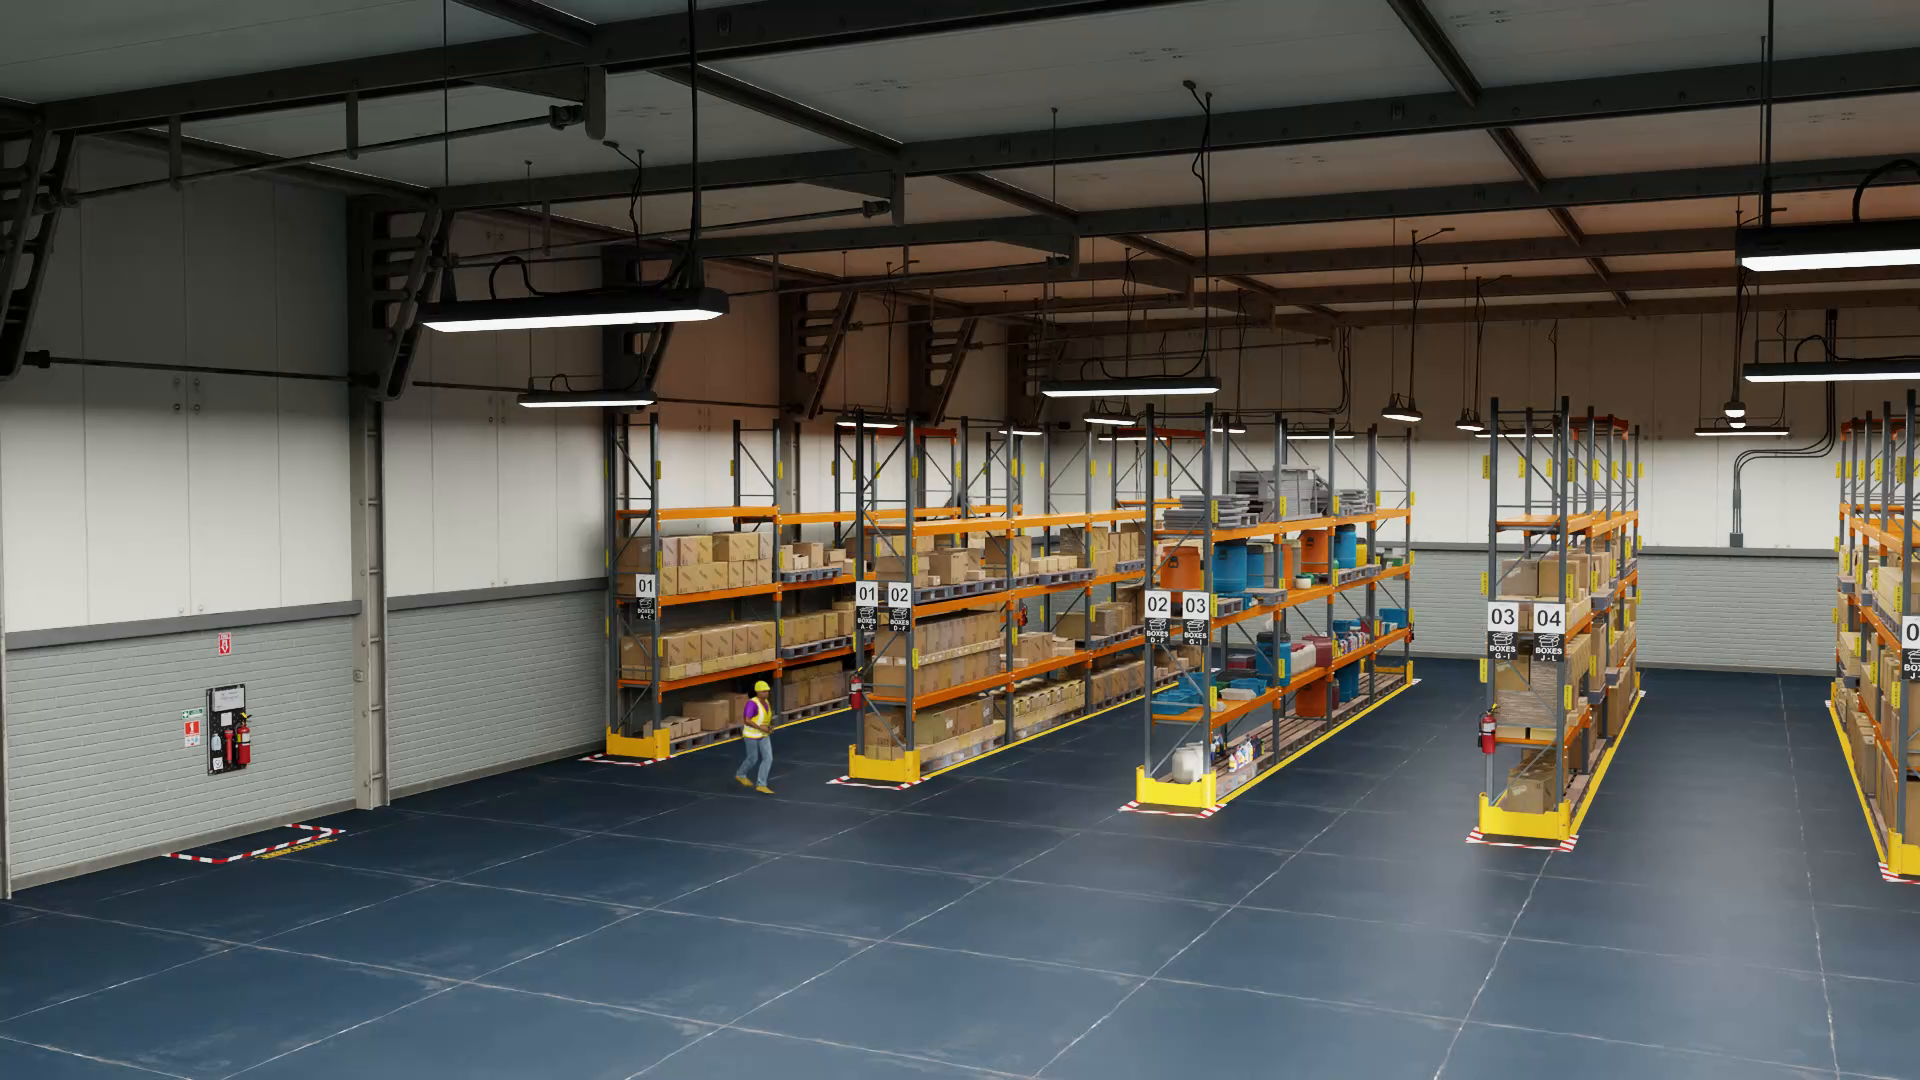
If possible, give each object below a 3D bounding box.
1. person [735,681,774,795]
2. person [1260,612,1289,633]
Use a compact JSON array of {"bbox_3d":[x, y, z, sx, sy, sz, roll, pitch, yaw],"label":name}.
[{"bbox_3d":[-3.232,3.046,25.784,0.833,1.746,0.653,2,3,37],"label":"person"},{"bbox_3d":[7.487,2.532,39.728,0.728,1.662,0.834,2,3,44],"label":"person"}]
